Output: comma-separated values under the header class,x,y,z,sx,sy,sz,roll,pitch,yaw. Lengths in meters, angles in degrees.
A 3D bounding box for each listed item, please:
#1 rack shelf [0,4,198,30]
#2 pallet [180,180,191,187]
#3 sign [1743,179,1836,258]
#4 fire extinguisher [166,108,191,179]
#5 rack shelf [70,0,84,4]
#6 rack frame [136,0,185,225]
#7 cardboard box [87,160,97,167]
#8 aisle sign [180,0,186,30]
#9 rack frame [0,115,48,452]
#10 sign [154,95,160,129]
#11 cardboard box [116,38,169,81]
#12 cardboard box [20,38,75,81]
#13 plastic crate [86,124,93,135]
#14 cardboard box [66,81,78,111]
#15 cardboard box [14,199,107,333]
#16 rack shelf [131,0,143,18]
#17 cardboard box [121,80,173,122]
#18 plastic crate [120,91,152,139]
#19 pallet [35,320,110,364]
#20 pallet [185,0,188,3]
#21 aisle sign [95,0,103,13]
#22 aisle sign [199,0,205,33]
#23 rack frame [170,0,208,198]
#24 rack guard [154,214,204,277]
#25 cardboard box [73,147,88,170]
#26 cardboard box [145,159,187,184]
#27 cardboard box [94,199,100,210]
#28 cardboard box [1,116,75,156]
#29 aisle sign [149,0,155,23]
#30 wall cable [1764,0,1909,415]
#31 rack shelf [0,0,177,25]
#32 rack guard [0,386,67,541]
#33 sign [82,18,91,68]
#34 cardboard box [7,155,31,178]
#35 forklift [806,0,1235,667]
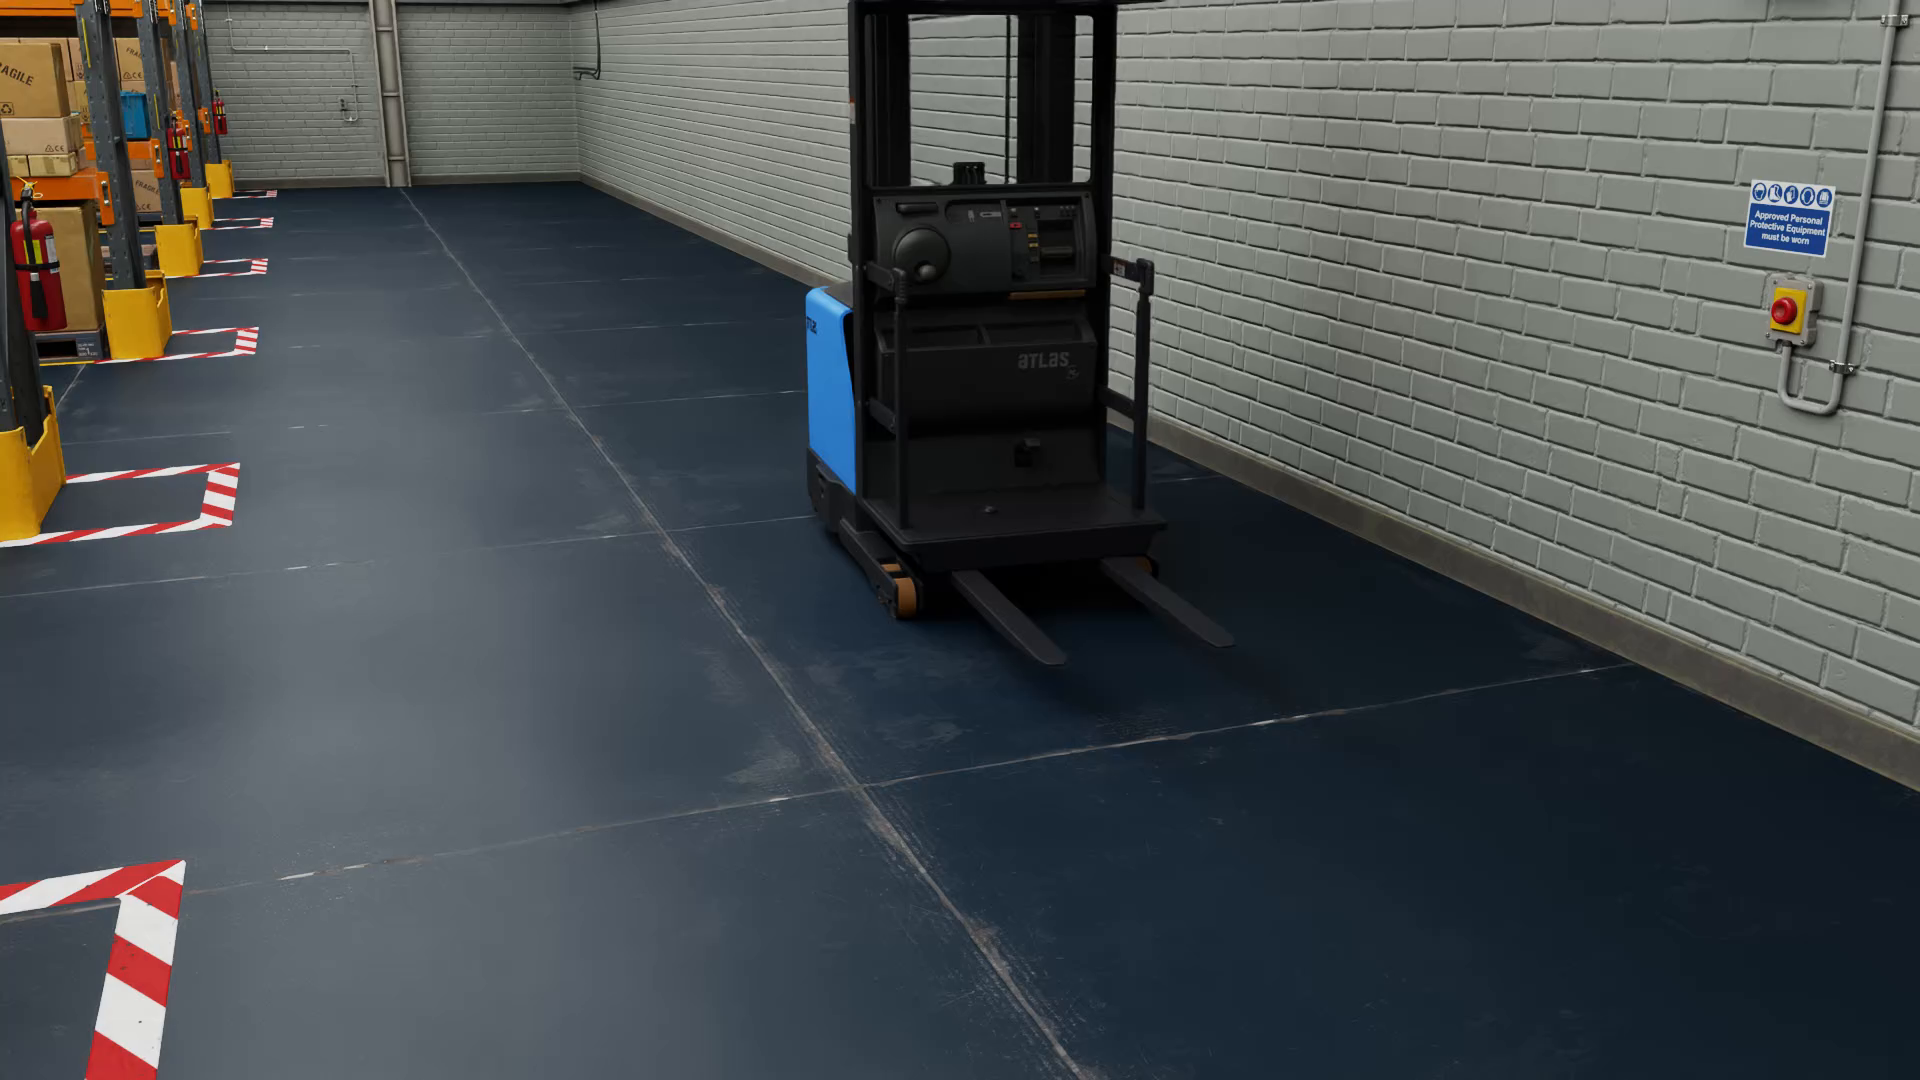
class,x,y,z,sx,sy,sz,roll,pitch,yaw
rack shelf,-13.399,-7.709,24.480,4.000,0.370,1.077,-6,17,-20
pallet,-12.250,-5.378,25.537,1.213,0.211,1.003,-6,17,-20
sign,2.628,-1.023,5.278,0.001,0.218,0.327,-6,17,-20
fire extinguisher,-7.683,-3.890,16.320,0.183,0.674,0.296,-6,17,-20
rack shelf,-8.082,-3.800,11.166,4.000,0.370,1.077,-6,17,-20
rack frame,-7.987,-4.210,16.612,0.127,3.000,1.000,-6,17,-20
cardboard box,-13.086,-5.621,25.106,0.500,0.500,0.700,-7,18,-22
aisle sign,-9.582,-6.688,20.434,0.004,0.787,0.394,-6,17,-20
rack frame,-4.534,-1.592,7.696,0.127,3.000,1.000,-6,17,-20
sign,-7.775,-4.145,16.102,0.005,0.325,0.100,-6,17,-20
cardboard box,-10.073,-5.924,20.497,0.500,0.500,0.500,-6,18,-21
cardboard box,-11.027,-5.820,20.141,0.500,0.500,0.500,-6,17,-19
plastic crate,-8.664,-4.164,16.815,0.298,0.136,0.250,-6,17,-20
cardboard box,-11.028,-5.343,20.292,0.500,0.500,0.500,-6,17,-20
cardboard box,-6.783,-2.004,12.123,0.875,0.875,0.875,-6,17,-20
rack shelf,-9.854,-5.103,15.604,4.000,0.370,1.077,-6,17,-20
cardboard box,-10.077,-5.445,20.640,0.500,0.500,0.500,-6,17,-18
plastic crate,-8.233,-4.173,16.316,0.499,0.435,0.616,-6,17,-20
pallet,-6.933,-1.468,12.223,1.213,0.211,1.003,-6,17,-20
pallet,-12.221,-8.136,24.814,1.213,0.211,1.003,-6,17,-20
aisle sign,-6.040,-4.083,11.564,0.004,0.787,0.394,-6,17,-20
aisle sign,-11.357,-7.993,24.878,0.004,0.787,0.394,-6,17,-20
rack frame,-9.756,-5.514,21.051,0.127,3.000,1.000,-6,17,-20
rack guard,-7.969,-3.017,16.984,0.348,0.500,1.175,-6,17,-20
cardboard box,-6.664,-2.838,12.383,0.250,0.149,0.380,-6,17,-19
cardboard box,-12.150,-5.722,25.451,0.500,0.500,0.700,-6,17,-20
cardboard box,-10.832,-4.375,21.272,0.500,0.250,0.500,-6,17,-20
cardboard box,-6.572,-2.859,11.749,0.500,0.250,0.500,-6,18,-21
aisle sign,-7.815,-5.388,16.008,0.004,0.787,0.394,-6,17,-20
wall cable,2.589,-1.377,5.105,0.123,1.953,0.585,-6,17,-20
rack shelf,-11.623,-6.406,20.043,4.000,0.370,1.077,-6,17,-20
rack guard,-4.605,-0.385,8.022,0.348,0.500,1.175,-6,17,-20
sign,-6.033,-3.432,11.487,0.005,0.325,0.100,-6,17,-20
cardboard box,-6.671,-2.637,11.702,0.250,0.149,0.380,-6,17,-20
forklift,0.171,-1.220,6.550,1.130,2.935,3.031,-5,17,-16
